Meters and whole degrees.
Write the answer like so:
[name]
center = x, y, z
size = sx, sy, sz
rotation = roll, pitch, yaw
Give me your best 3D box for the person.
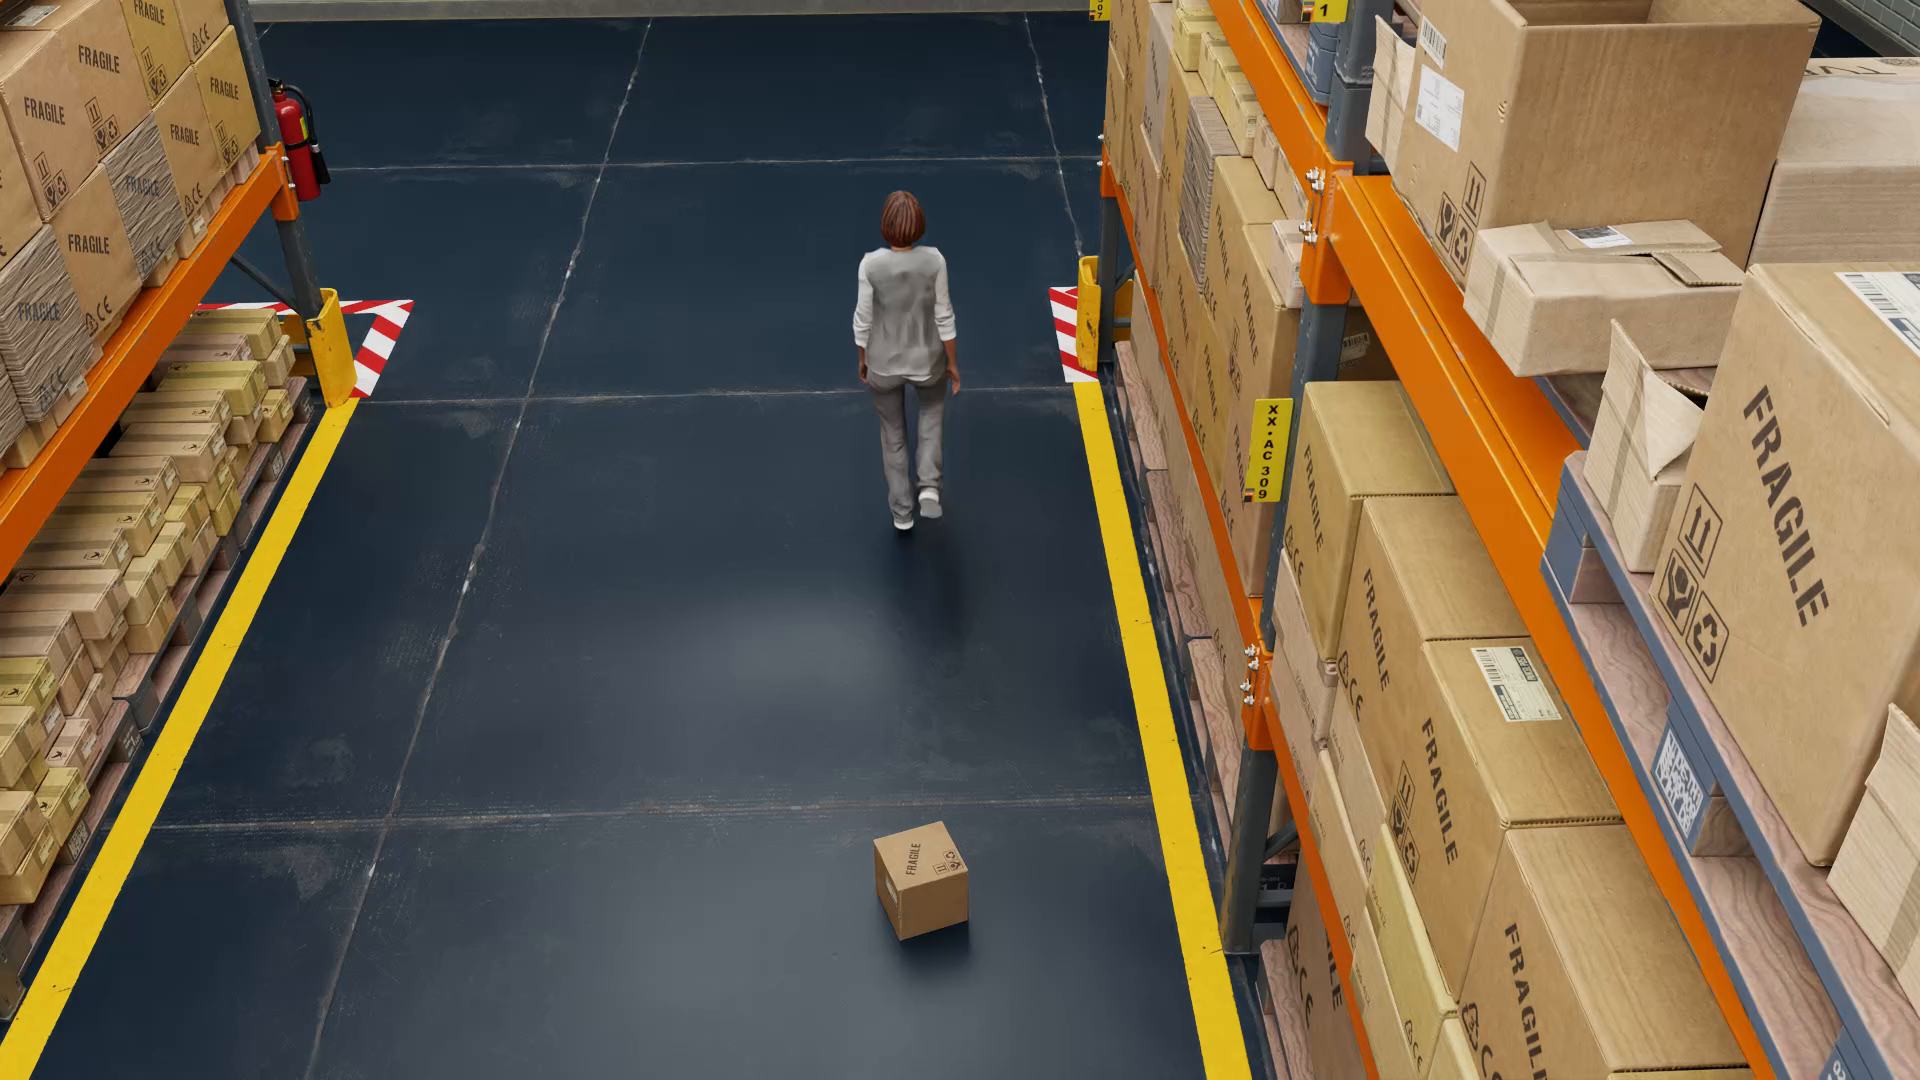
[person]
center = -0.231, -0.765, 7.167
size = 0.449, 1.592, 0.422
rotation = -5, 36, -6
